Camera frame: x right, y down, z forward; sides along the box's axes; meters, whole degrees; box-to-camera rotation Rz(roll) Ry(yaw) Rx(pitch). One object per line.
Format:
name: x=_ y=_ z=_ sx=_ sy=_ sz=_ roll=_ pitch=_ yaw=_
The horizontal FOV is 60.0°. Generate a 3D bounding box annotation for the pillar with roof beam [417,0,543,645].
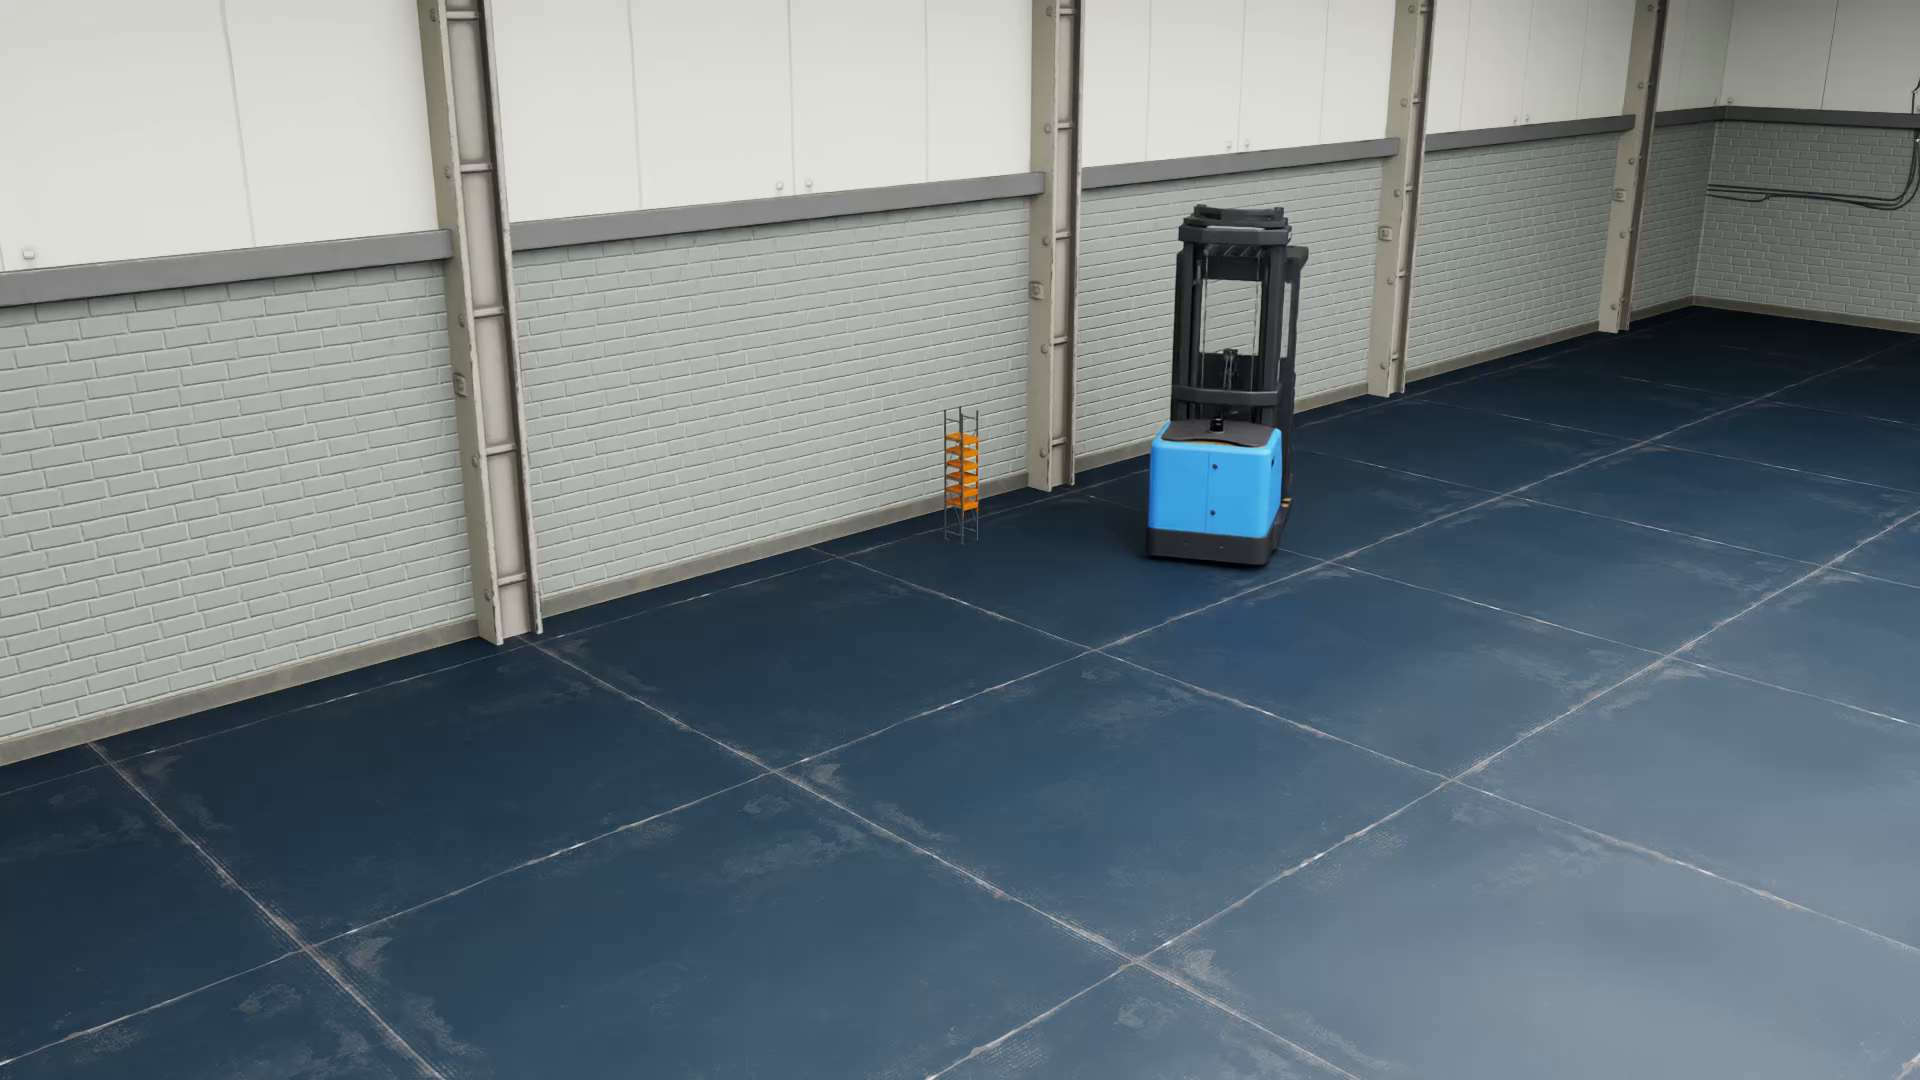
pillar with roof beam: x=-0.495 y=-2.598 z=8.408 sx=0.400 sy=9.000 sz=9.100 roll=-16 pitch=24 yaw=-41

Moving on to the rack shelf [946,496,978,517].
rack shelf: x=0.011 y=-0.303 z=14.897 sx=0.180 sy=0.103 sz=0.258 roll=-16 pitch=24 yaw=-41

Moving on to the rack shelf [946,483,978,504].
rack shelf: x=0.011 y=-0.417 z=14.860 sx=0.180 sy=0.103 sz=0.258 roll=-16 pitch=24 yaw=-41

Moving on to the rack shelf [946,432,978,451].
rack shelf: x=0.011 y=-0.874 z=14.712 sx=0.180 sy=0.103 sz=0.258 roll=-16 pitch=24 yaw=-41

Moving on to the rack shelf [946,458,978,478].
rack shelf: x=0.011 y=-0.646 z=14.786 sx=0.180 sy=0.103 sz=0.258 roll=-16 pitch=24 yaw=-41

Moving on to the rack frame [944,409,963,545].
rack frame: x=-0.056 y=-0.554 z=14.749 sx=0.006 sy=1.200 sz=0.240 roll=-16 pitch=24 yaw=-41

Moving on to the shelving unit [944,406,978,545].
shelving unit: x=0.011 y=-0.574 z=14.809 sx=0.189 sy=1.200 sz=0.258 roll=-16 pitch=24 yaw=-41

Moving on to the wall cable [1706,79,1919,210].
wall cable: x=12.675 y=-6.228 z=24.638 sx=0.112 sy=2.526 sz=3.097 roll=-16 pitch=24 yaw=-41

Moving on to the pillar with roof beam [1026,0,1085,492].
pillar with roof beam: x=3.864 y=-3.870 z=12.330 sx=0.400 sy=9.000 sz=9.100 roll=-16 pitch=24 yaw=-41

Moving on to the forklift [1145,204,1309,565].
forklift: x=2.524 y=-1.600 z=15.168 sx=1.130 sy=2.935 sz=3.031 roll=5 pitch=19 yaw=16

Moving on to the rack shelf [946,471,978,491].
rack shelf: x=0.011 y=-0.532 z=14.823 sx=0.180 sy=0.103 sz=0.258 roll=-16 pitch=24 yaw=-41

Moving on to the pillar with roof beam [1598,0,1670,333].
pillar with roof beam: x=12.584 y=-6.413 z=20.172 sx=0.400 sy=9.000 sz=9.100 roll=-16 pitch=24 yaw=-41

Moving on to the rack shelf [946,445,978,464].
rack shelf: x=0.011 y=-0.760 z=14.749 sx=0.180 sy=0.103 sz=0.258 roll=-16 pitch=24 yaw=-41

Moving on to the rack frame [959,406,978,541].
rack frame: x=0.077 y=-0.593 z=14.869 sx=0.006 sy=1.200 sz=0.240 roll=-16 pitch=24 yaw=-41

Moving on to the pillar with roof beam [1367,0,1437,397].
pillar with roof beam: x=8.224 y=-5.141 z=16.251 sx=0.400 sy=9.000 sz=9.100 roll=-16 pitch=24 yaw=-41
